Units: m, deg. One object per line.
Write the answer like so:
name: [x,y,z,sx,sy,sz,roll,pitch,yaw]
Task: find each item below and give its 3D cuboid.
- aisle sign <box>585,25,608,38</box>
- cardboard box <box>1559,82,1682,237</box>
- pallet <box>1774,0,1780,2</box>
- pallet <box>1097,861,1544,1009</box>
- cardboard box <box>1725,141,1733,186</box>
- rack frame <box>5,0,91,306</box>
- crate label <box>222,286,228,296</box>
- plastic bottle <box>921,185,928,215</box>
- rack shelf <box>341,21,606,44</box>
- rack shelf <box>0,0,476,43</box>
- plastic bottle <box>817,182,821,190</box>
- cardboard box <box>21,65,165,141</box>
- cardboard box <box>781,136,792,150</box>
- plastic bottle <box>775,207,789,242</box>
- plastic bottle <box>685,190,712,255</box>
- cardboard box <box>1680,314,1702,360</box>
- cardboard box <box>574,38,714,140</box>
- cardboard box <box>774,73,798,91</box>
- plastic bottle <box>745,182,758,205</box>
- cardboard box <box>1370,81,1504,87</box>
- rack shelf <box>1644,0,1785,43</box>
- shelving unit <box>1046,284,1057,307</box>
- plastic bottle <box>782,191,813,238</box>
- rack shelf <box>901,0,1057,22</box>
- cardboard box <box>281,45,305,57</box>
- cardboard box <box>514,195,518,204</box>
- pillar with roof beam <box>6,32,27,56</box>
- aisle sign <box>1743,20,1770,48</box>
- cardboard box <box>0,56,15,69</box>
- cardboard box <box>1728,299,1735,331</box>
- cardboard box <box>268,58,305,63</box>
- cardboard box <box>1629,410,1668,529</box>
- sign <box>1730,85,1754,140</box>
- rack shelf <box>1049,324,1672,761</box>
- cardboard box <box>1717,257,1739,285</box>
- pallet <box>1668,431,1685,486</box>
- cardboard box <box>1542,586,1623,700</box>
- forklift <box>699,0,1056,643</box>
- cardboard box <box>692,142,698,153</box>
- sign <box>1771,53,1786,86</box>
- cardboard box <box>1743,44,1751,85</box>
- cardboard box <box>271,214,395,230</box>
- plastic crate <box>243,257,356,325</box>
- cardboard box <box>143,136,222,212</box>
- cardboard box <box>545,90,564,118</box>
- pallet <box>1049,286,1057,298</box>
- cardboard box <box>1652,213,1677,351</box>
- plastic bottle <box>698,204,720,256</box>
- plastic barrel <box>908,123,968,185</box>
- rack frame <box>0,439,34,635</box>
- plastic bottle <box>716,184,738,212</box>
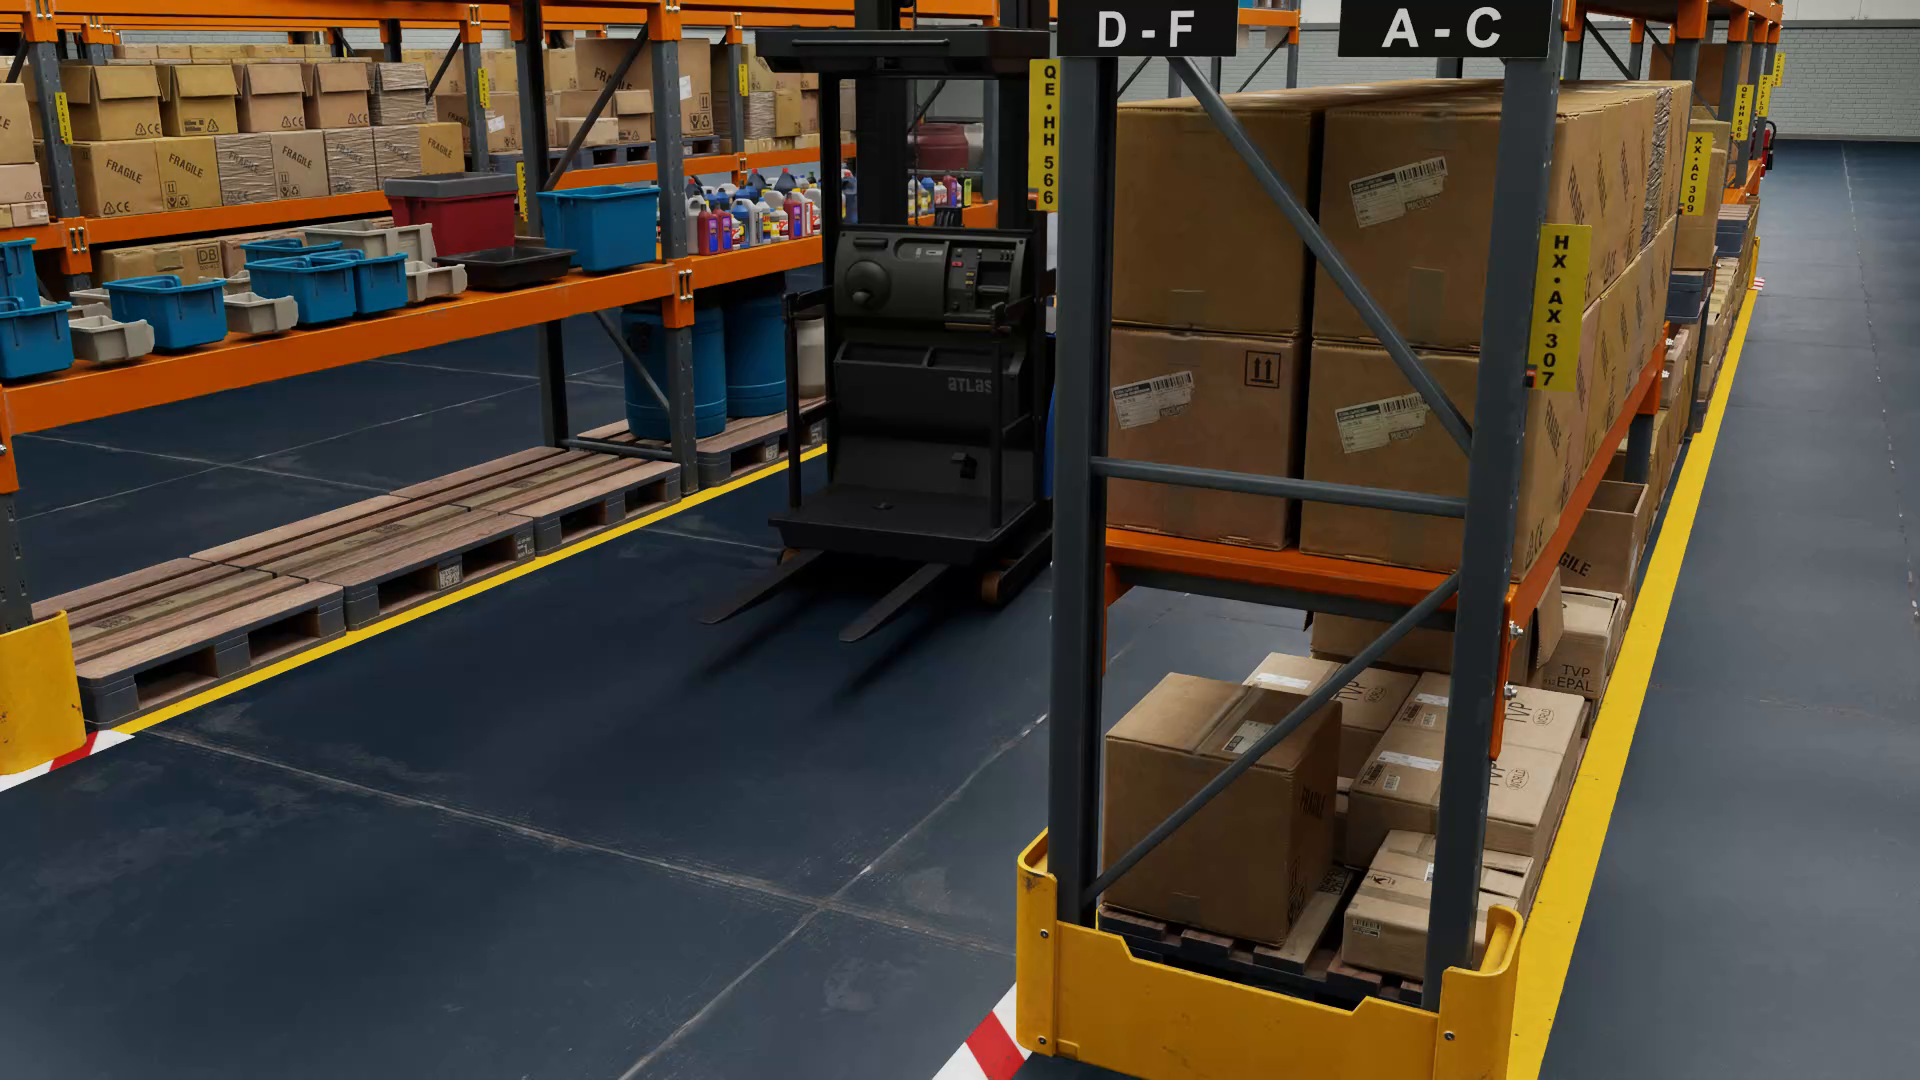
aisle sign: [-5.118,-7.329,23.364,0.394,0.787,0.004,8,18,25]
cardboard box: [2.252,-1.362,5.911,0.500,0.500,0.500,8,18,24]
pallet: [7.496,-5.403,16.334,1.003,0.211,1.213,8,18,25]
pallet: [1.075,1.005,4.769,1.003,0.211,1.213,8,18,25]
cardboard box: [6.240,-3.327,14.283,0.700,0.500,0.500,8,18,24]
rack frame: [-6.388,-2.389,11.300,1.000,3.000,0.127,8,18,25]
crate label: [-3.296,-1.019,7.045,0.396,0.136,0.243,8,18,25]
plastic bottle: [-0.270,-2.365,11.568,0.097,0.201,0.097,0,17,0]
rack shelf: [-6.311,-6.686,21.762,1.077,0.370,4.000,8,18,25]
rack shelf: [-5.494,-3.992,12.690,1.077,0.370,4.000,8,18,25]
plastic bottle: [-0.994,-2.436,11.805,0.097,0.201,0.097,0,17,0]
cardboard box: [-6.110,-3.082,11.694,0.797,0.503,0.637,8,18,24]
cardboard box: [-2.134,-4.517,18.905,0.380,0.149,0.250,8,18,25]
plastic bottle: [-1.082,-1.902,10.009,0.097,0.201,0.097,0,17,0]
plastic bottle: [-1.491,-1.794,9.383,0.144,0.351,0.185,8,18,25]
cardboard box: [4.031,-1.236,9.717,0.500,0.250,0.500,9,19,27]
cardboard box: [-3.293,-4.731,17.394,1.000,1.000,1.000,8,18,26]
cardboard box: [-2.162,-5.306,18.668,0.500,0.500,0.500,8,18,25]
plastic bottle: [-1.376,-2.213,10.932,0.097,0.271,0.097,0,17,0]
cardboard box: [1.781,-1.439,6.170,0.500,0.500,0.500,7,18,24]
rack shelf: [6.941,-4.768,15.304,1.077,0.370,4.000,8,18,25]
shelving unit: [0.442,-0.935,9.698,0.538,1.125,1.048,6,18,19]
plastic bottle: [-0.995,-2.005,10.224,0.152,0.276,0.135,8,18,25]
rack shelf: [0.724,-4.380,13.999,1.077,0.370,4.000,8,18,25]
cardboard box: [-10.157,-7.090,24.674,0.700,0.500,0.500,8,18,26]
cardboard box: [-6.462,-4.648,21.898,0.875,0.875,0.875,8,18,26]
pillar with roof beam: [-11.599,-9.602,25.049,9.100,9.000,0.400,8,18,25]
aisle sign: [8.127,-5.410,16.905,0.394,0.787,0.004,8,18,25]
cardboard box: [-12.081,-5.994,20.862,0.380,0.149,0.250,7,18,23]
cardboard box: [6.122,-1.906,13.766,0.500,0.250,0.500,8,18,25]
cardboard box: [-7.876,-5.224,18.911,0.700,0.500,0.500,8,18,26]
cardboard box: [3.136,-0.370,8.119,0.500,0.500,0.500,8,18,26]
sign: [4.750,-2.597,10.106,0.100,0.325,0.005,8,18,25]
rack shelf: [1.579,-0.273,5.440,1.077,0.370,4.000,8,18,25]
cardboard box: [6.123,-2.178,13.696,0.500,0.311,0.500,8,18,25]
pallet: [3.893,-0.625,10.256,1.003,0.211,1.213,8,18,25]
cardboard box: [2.137,0.322,6.120,0.500,0.311,0.500,8,18,25]
forklift: [-0.214,-1.237,7.540,1.130,2.935,3.031,6,18,19]
cardboard box: [-2.980,-4.399,18.506,0.380,0.149,0.250,8,18,25]
sign: [8.314,-4.780,16.901,0.100,0.325,0.005,8,18,25]
cardboard box: [6.689,-4.206,14.961,0.700,0.500,0.500,8,18,25]
cardboard box: [-5.332,-2.192,13.629,1.225,0.875,0.875,8,18,26]
plastic crate: [-2.751,-1.045,6.963,0.416,0.233,0.300,8,18,25]
cardboard box: [-5.735,-2.651,12.004,0.500,0.500,0.500,8,18,25]
cardboard box: [-5.769,-5.931,22.962,0.875,0.550,0.550,8,18,25]
pallet: [1.302,-2.255,15.746,1.003,0.211,1.213,8,18,25]
cardboard box: [2.479,-1.016,6.500,0.500,0.500,0.500,8,19,26]
plastic bottle: [-1.411,-1.742,9.326,0.061,0.283,0.133,8,18,25]
plastic barrel: [-0.233,-3.000,13.117,0.600,0.536,0.708,8,18,25]
rack frame: [-3.744,-0.740,5.748,1.000,3.000,0.127,8,18,25]
plastic bottle: [-1.517,-2.156,10.732,0.152,0.276,0.135,8,18,25]
